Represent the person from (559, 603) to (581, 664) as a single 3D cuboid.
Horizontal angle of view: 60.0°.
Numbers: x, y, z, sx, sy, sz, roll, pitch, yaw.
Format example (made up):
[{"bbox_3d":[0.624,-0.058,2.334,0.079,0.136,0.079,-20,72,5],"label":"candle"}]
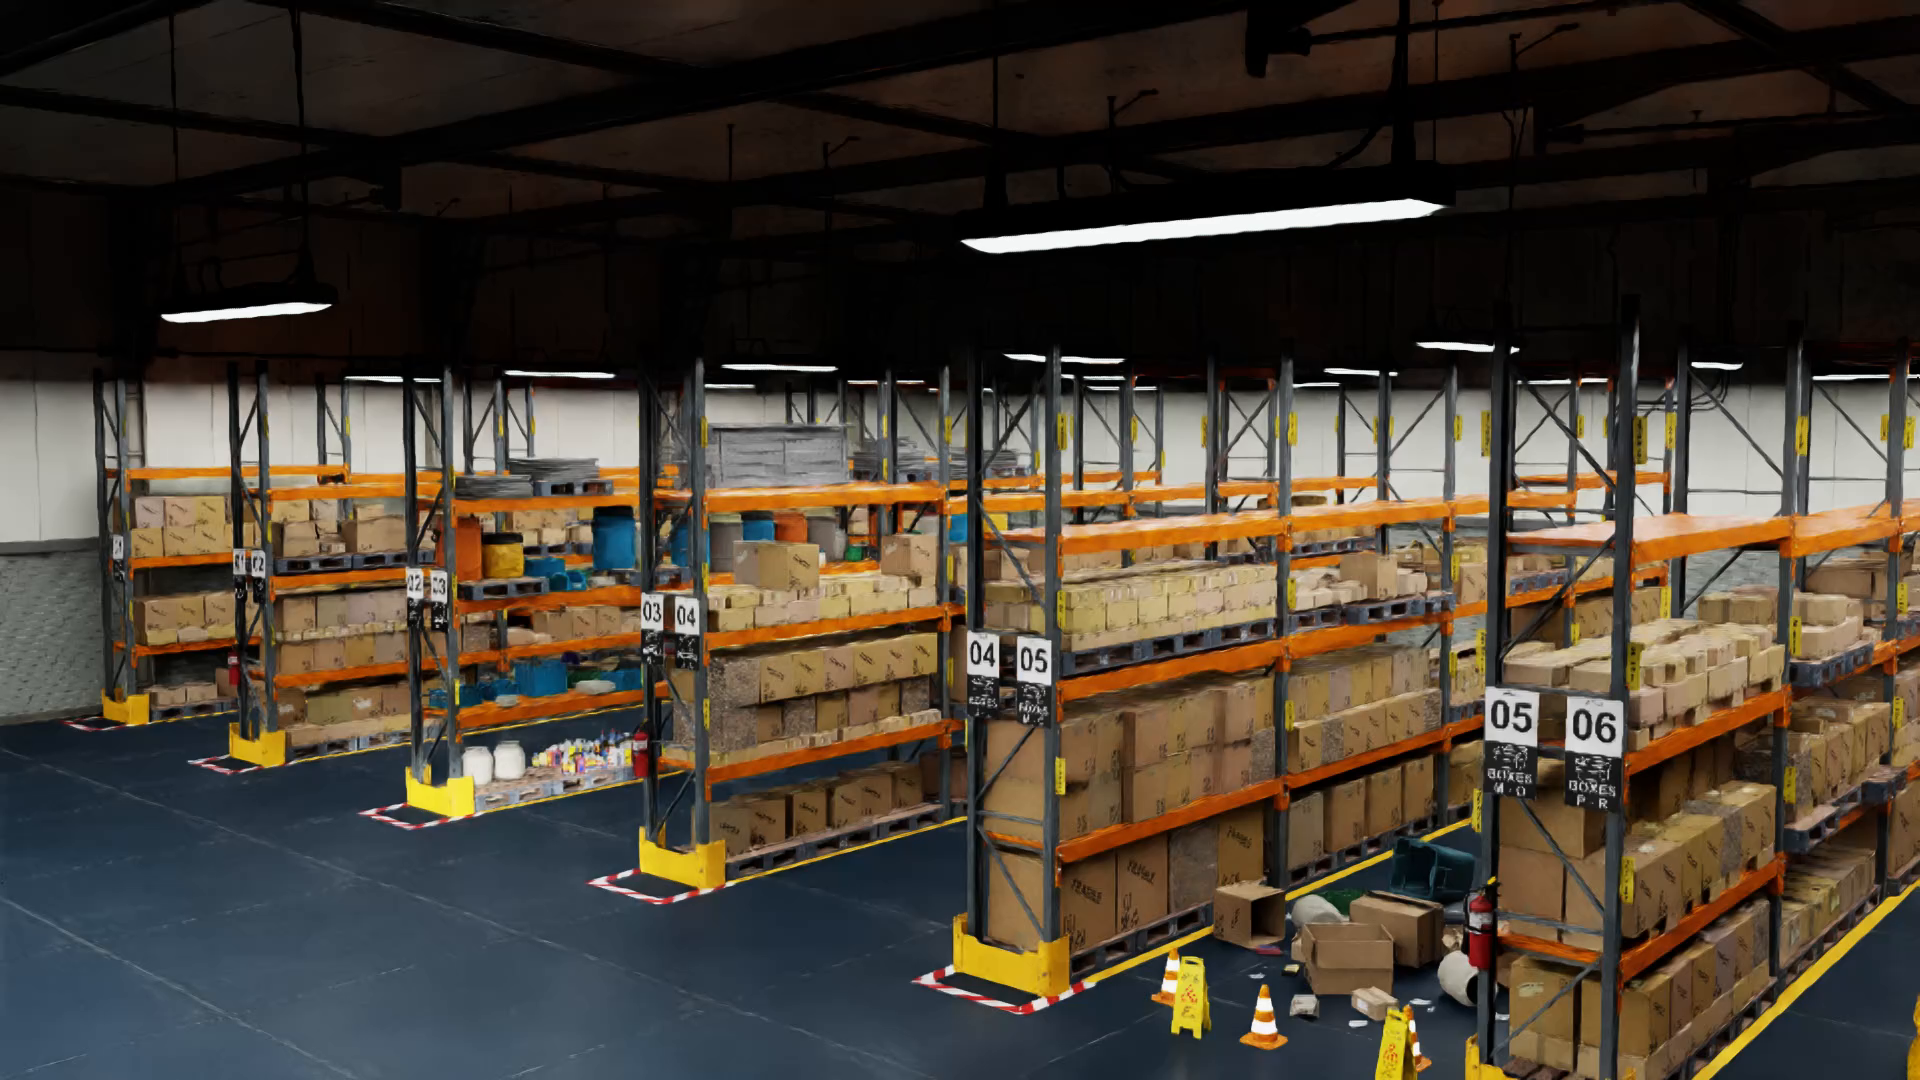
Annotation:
[{"bbox_3d":[-7.903,1.912,33.324,0.478,1.580,0.999,3,5,33],"label":"person"}]
